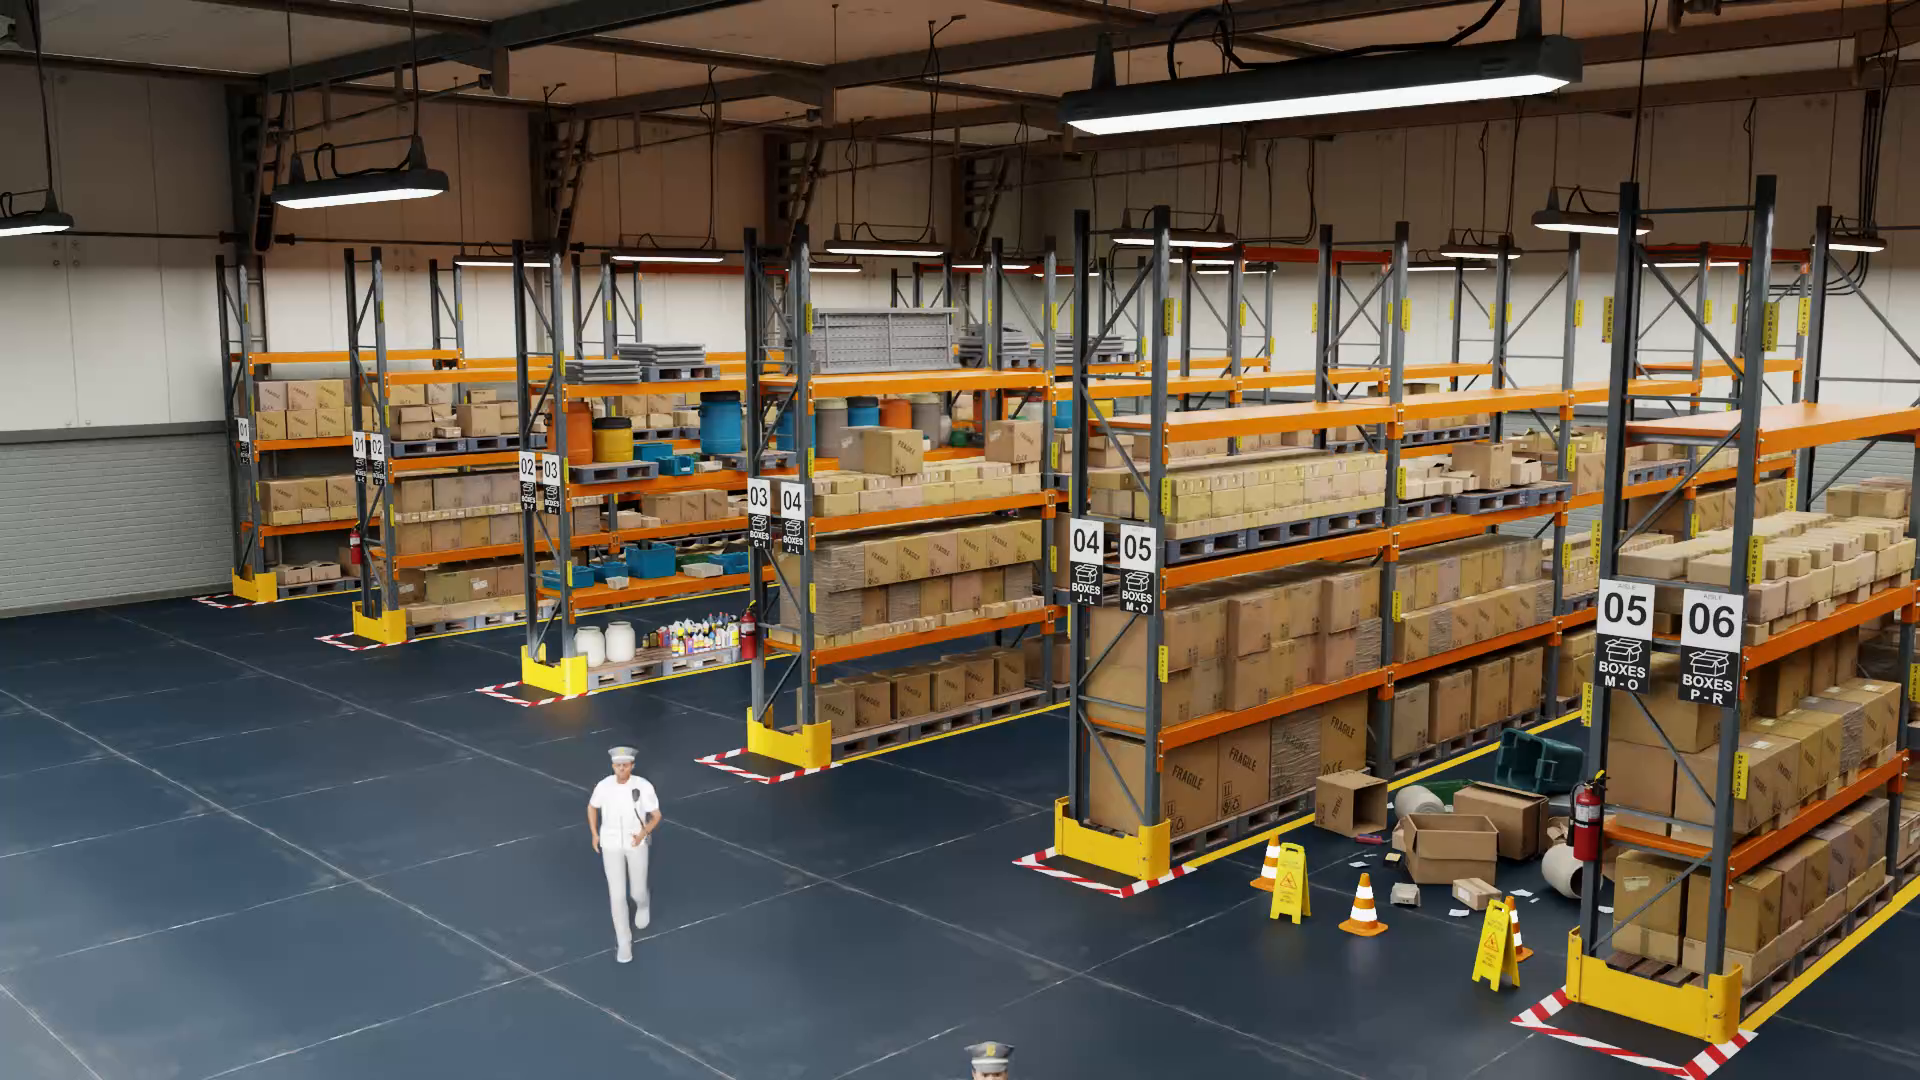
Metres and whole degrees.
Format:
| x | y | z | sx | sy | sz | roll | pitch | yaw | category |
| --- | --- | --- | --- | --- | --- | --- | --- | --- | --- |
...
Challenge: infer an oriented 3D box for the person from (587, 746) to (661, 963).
| x | y | z | sx | sy | sz | roll | pitch | yaw | category |
| --- | --- | --- | --- | --- | --- | --- | --- | --- | --- |
| -2.696 | 2.455 | 13.364 | 0.597 | 1.679 | 0.782 | -1 | 8 | -6 | person |

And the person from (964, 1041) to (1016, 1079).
| x | y | z | sx | sy | sz | roll | pitch | yaw | category |
| --- | --- | --- | --- | --- | --- | --- | --- | --- | --- |
| 0.128 | 3.236 | 8.007 | 0.603 | 1.750 | 0.629 | 0 | 8 | -1 | person |
